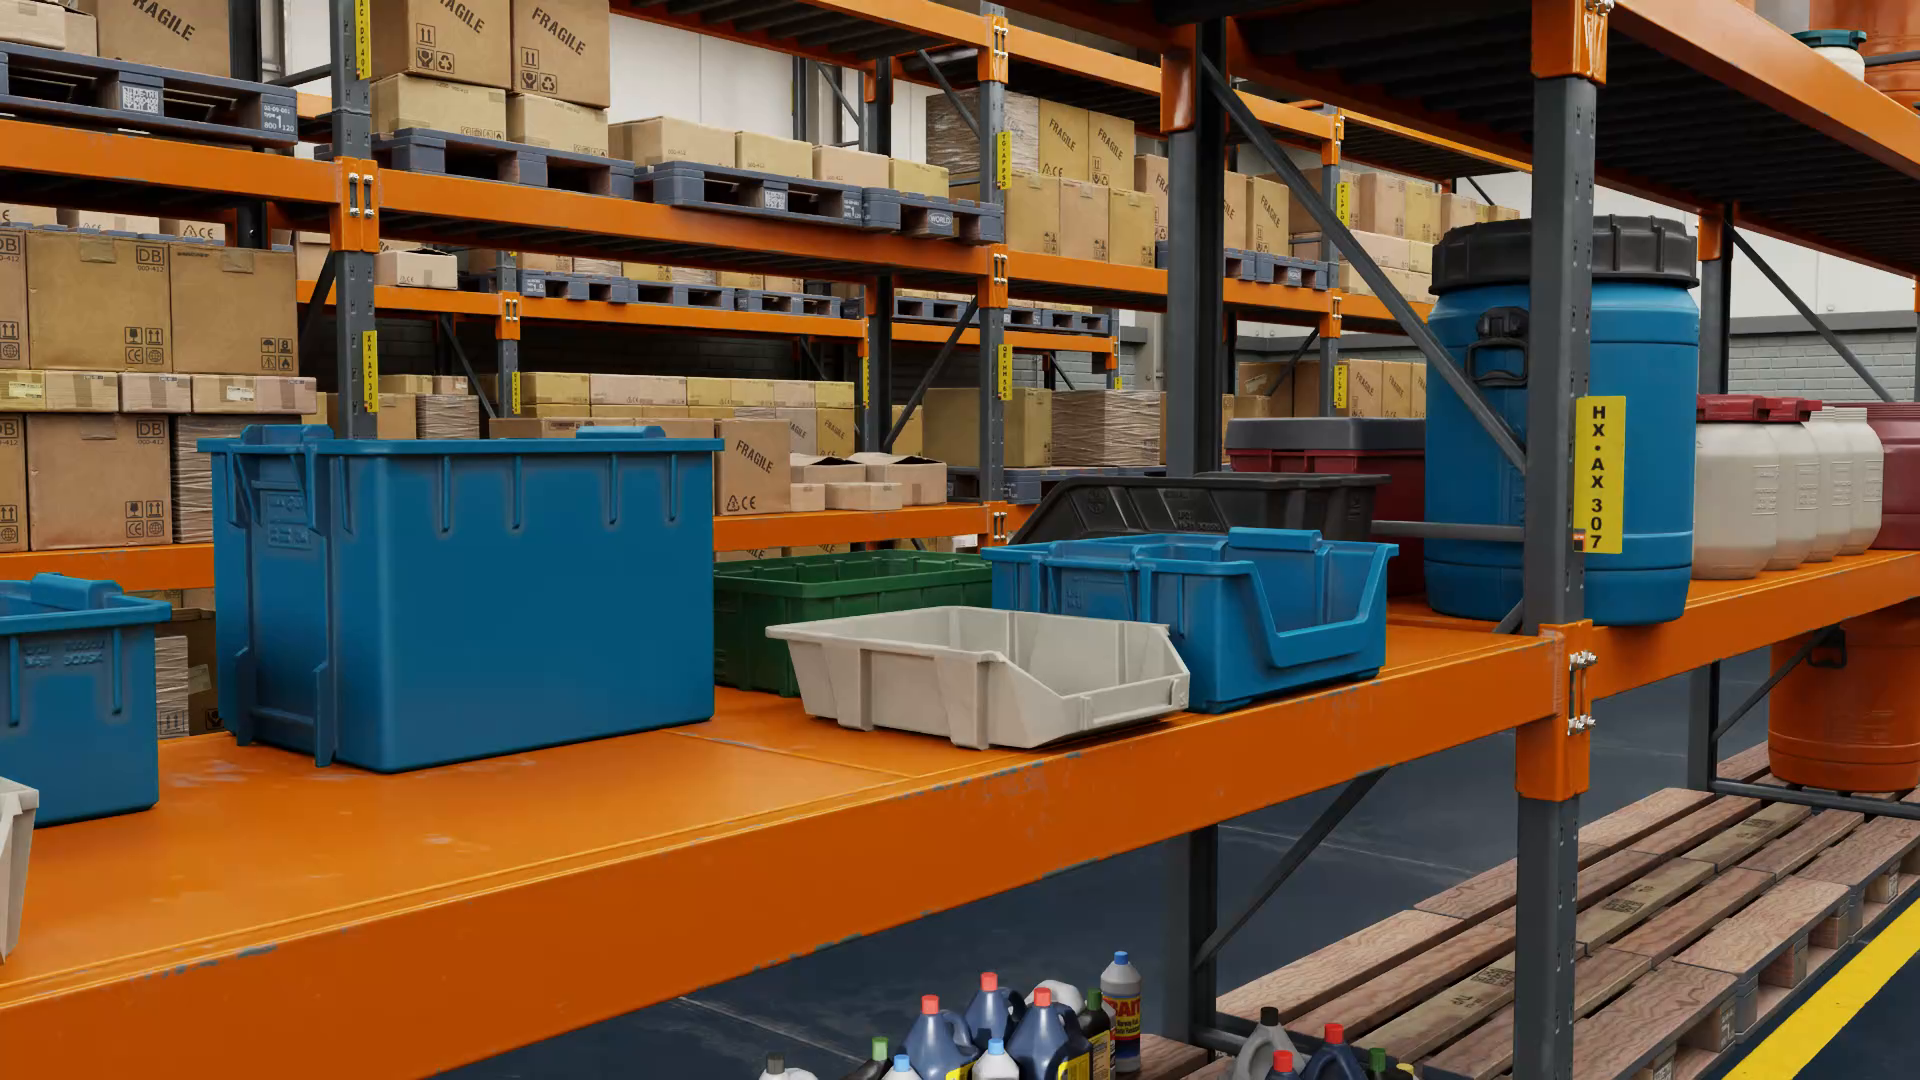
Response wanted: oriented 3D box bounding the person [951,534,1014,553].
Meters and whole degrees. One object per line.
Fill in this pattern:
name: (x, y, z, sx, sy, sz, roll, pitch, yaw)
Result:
person: (0.284, 0.266, 15.974, 0.468, 0.881, 0.904, 3, 5, 38)
